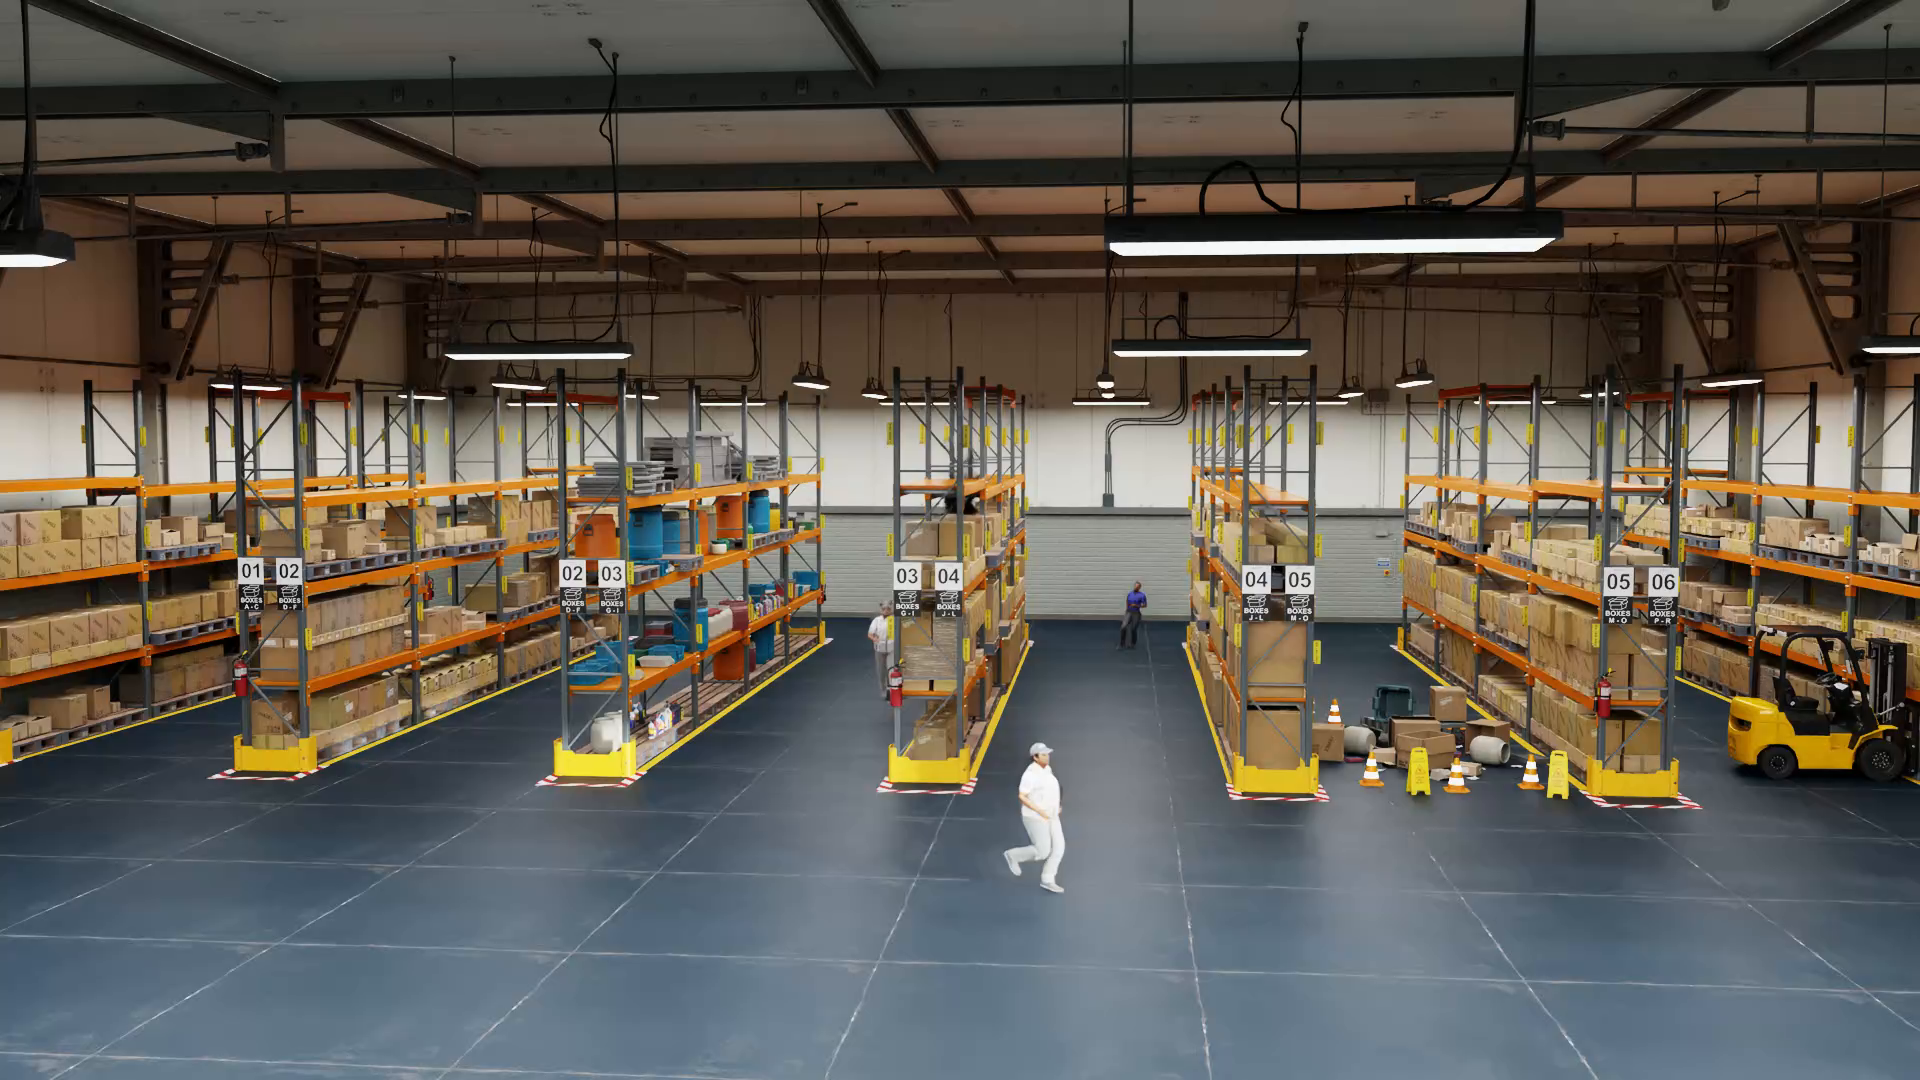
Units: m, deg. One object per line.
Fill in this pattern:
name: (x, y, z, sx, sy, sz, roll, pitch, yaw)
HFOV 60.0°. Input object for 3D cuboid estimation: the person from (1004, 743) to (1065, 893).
person: (0.854, 3.058, 18.419, 0.685, 1.643, 0.608, 2, 4, 33)

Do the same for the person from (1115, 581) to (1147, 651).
person: (4.074, 1.784, 38.958, 0.681, 1.626, 0.707, 2, 4, 28)

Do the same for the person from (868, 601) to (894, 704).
person: (-1.308, 1.986, 29.640, 0.664, 1.812, 0.881, 0, 4, -3)
